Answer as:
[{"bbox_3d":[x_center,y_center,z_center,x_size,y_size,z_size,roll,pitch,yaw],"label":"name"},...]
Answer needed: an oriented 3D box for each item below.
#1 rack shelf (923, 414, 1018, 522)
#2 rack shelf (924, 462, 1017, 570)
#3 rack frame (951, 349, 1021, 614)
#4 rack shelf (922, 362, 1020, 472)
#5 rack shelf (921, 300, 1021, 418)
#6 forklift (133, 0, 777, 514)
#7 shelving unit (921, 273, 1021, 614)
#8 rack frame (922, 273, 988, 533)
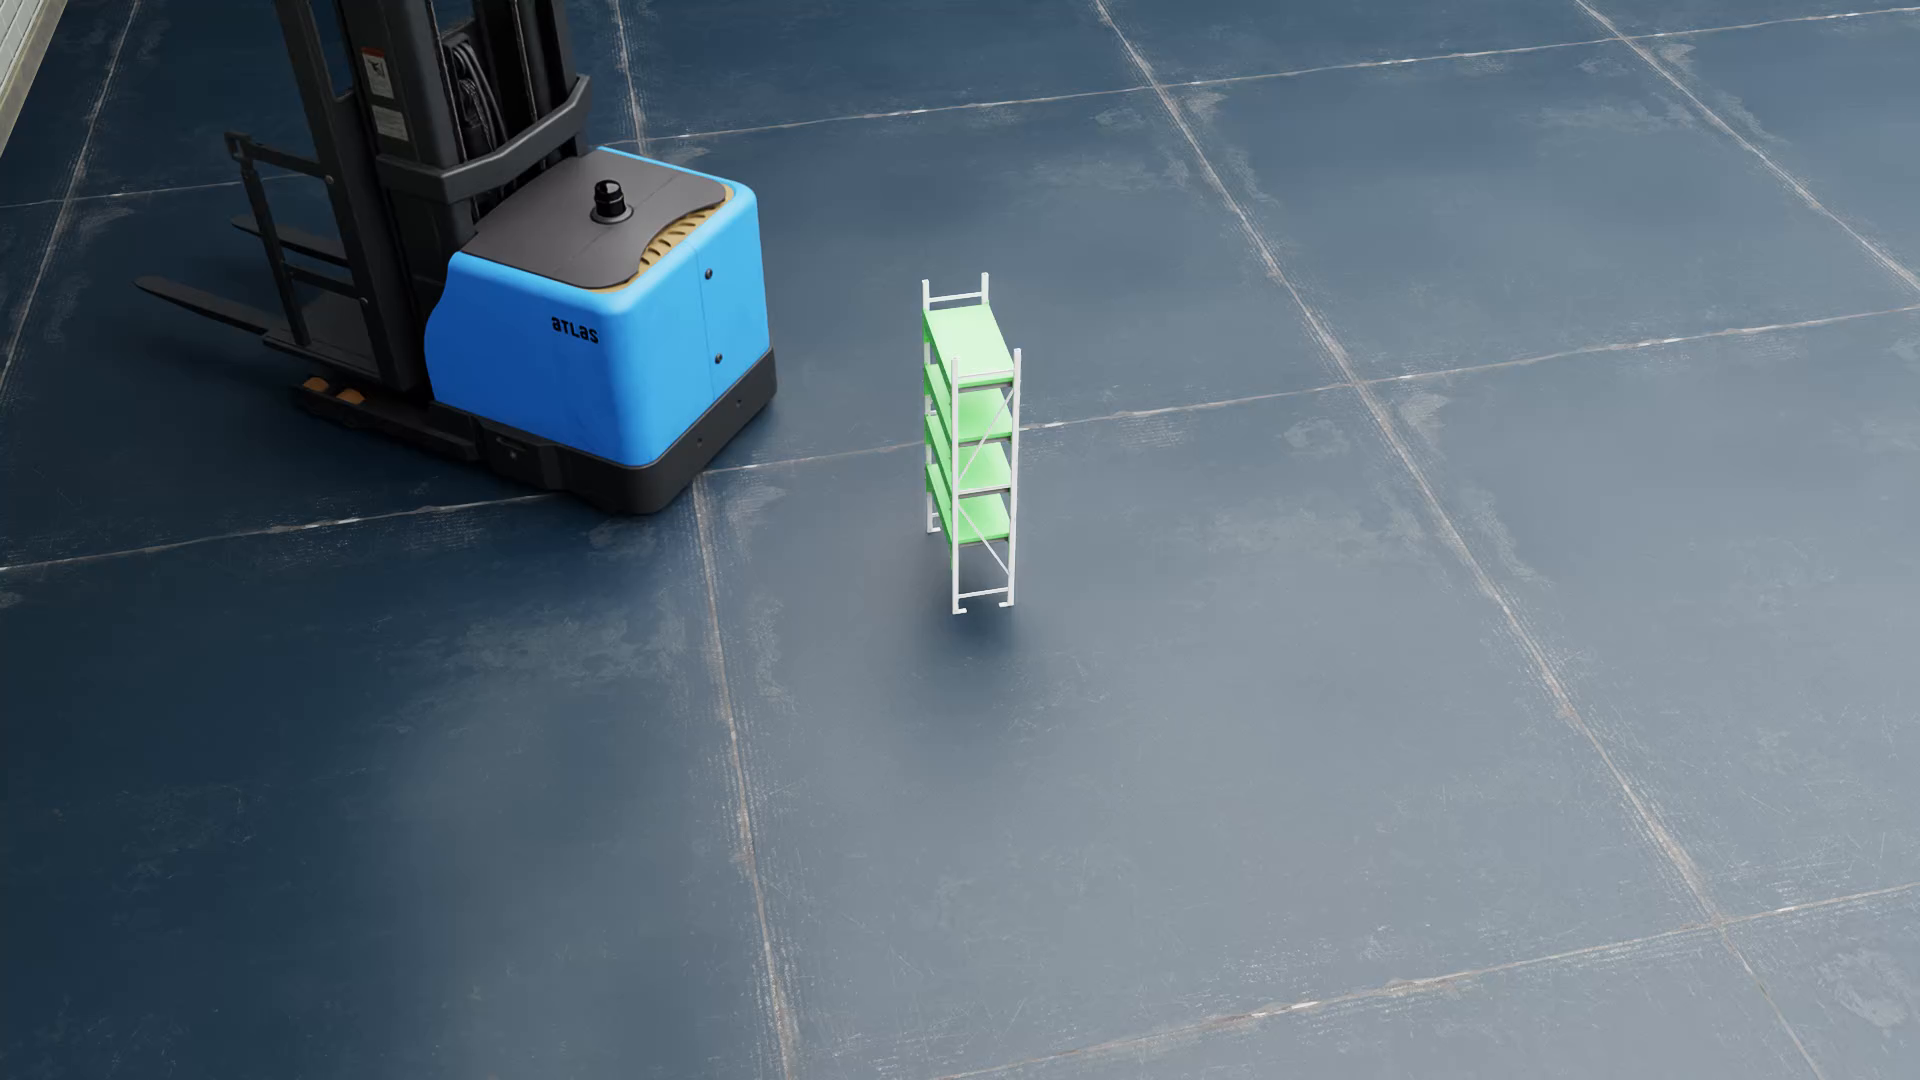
[{"bbox_3d":[0.036,-0.294,6.273,0.258,0.148,0.480,-8,42,-9],"label":"rack shelf"},{"bbox_3d":[0.036,-0.114,6.433,0.258,0.148,0.480,-8,42,-9],"label":"rack shelf"},{"bbox_3d":[0.088,-0.183,6.053,0.240,1.200,0.015,-8,42,-9],"label":"rack frame"},{"bbox_3d":[0.036,-0.473,6.114,0.258,0.148,0.480,-8,42,-9],"label":"rack shelf"},{"bbox_3d":[0.036,-0.653,5.955,0.258,0.148,0.480,-8,42,-9],"label":"rack shelf"},{"bbox_3d":[-2.366,-1.884,6.665,3.031,2.935,1.130,18,45,20],"label":"forklift"},{"bbox_3d":[0.036,-0.341,6.231,0.258,1.200,0.503,-8,42,-9],"label":"shelving unit"},{"bbox_3d":[-0.017,-0.500,6.409,0.240,1.200,0.015,-8,42,-9],"label":"rack frame"}]
